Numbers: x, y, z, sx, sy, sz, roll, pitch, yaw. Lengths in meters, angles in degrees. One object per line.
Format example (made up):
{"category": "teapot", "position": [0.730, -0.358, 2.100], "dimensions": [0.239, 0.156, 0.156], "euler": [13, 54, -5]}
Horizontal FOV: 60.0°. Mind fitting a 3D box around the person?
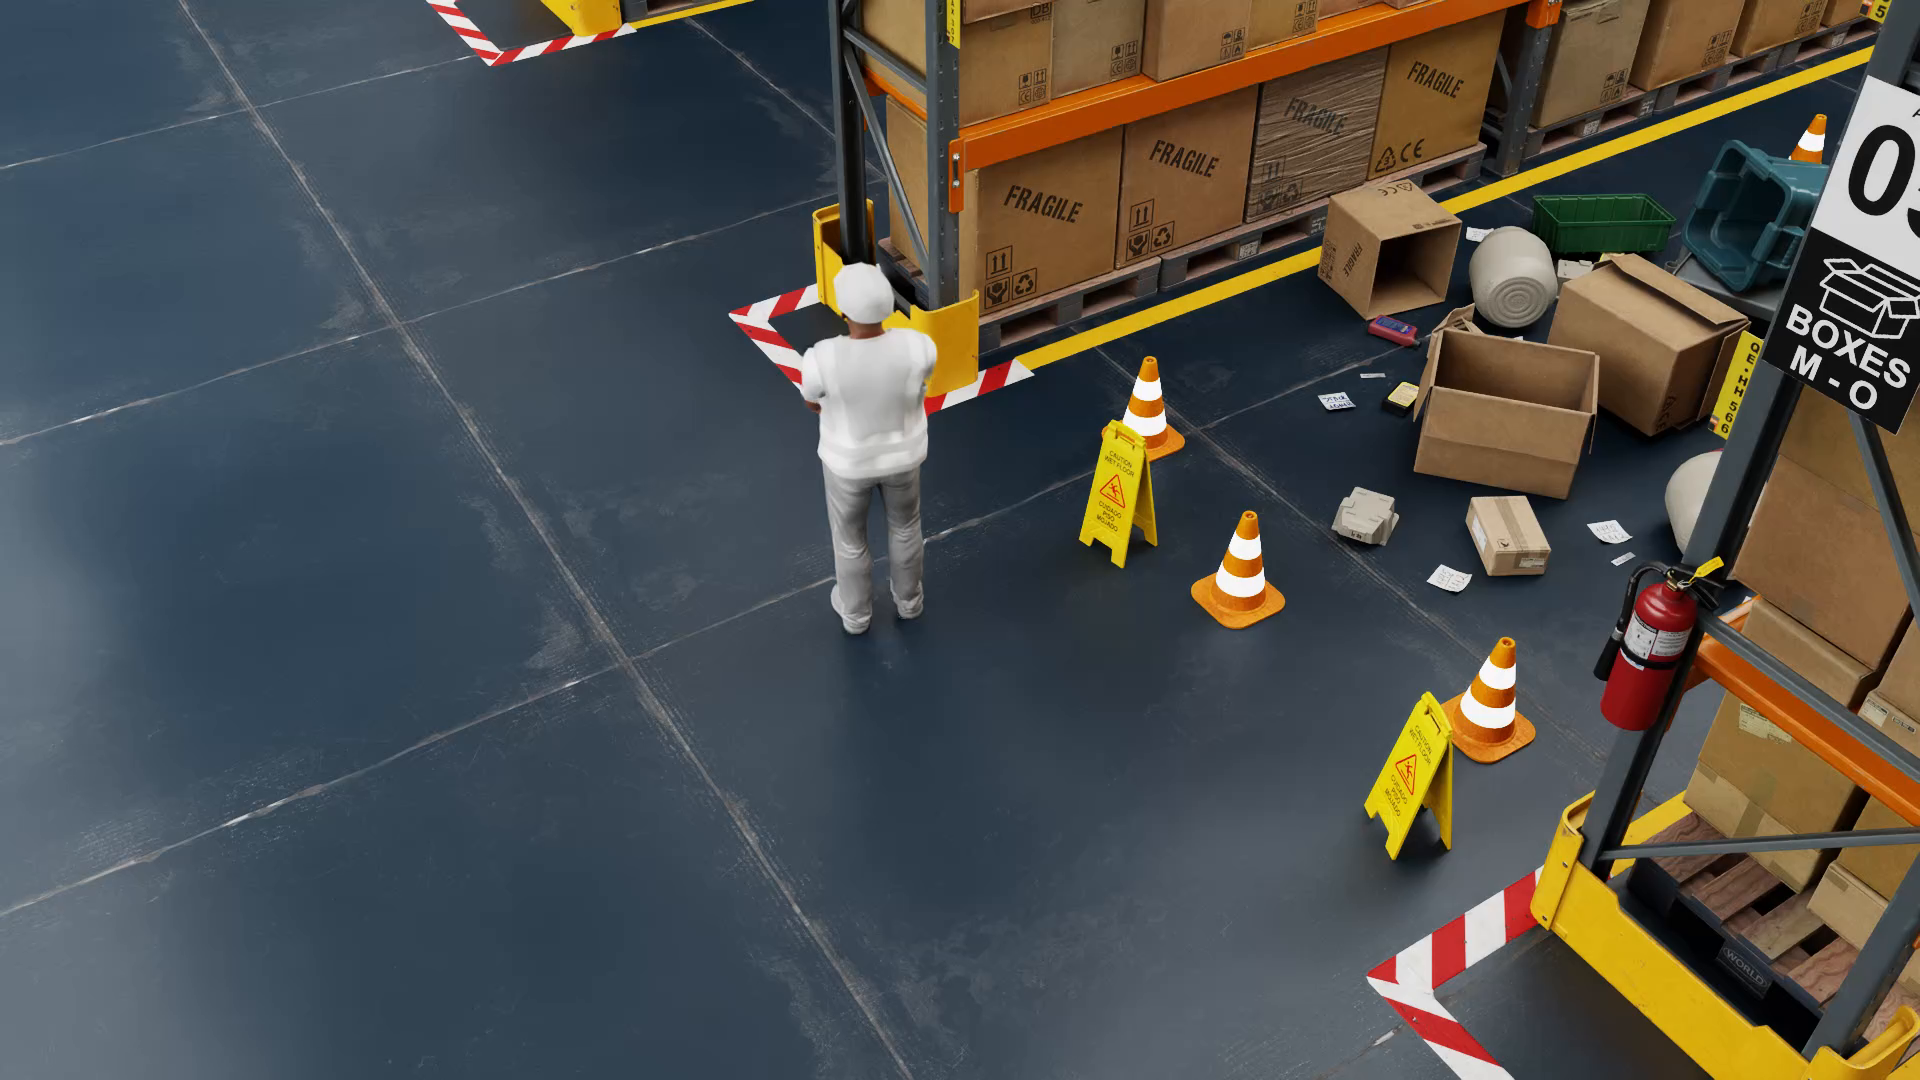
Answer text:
{"category": "person", "position": [-0.371, -0.399, 6.604], "dimensions": [0.513, 1.769, 0.573], "euler": [-9, 41, -11]}
